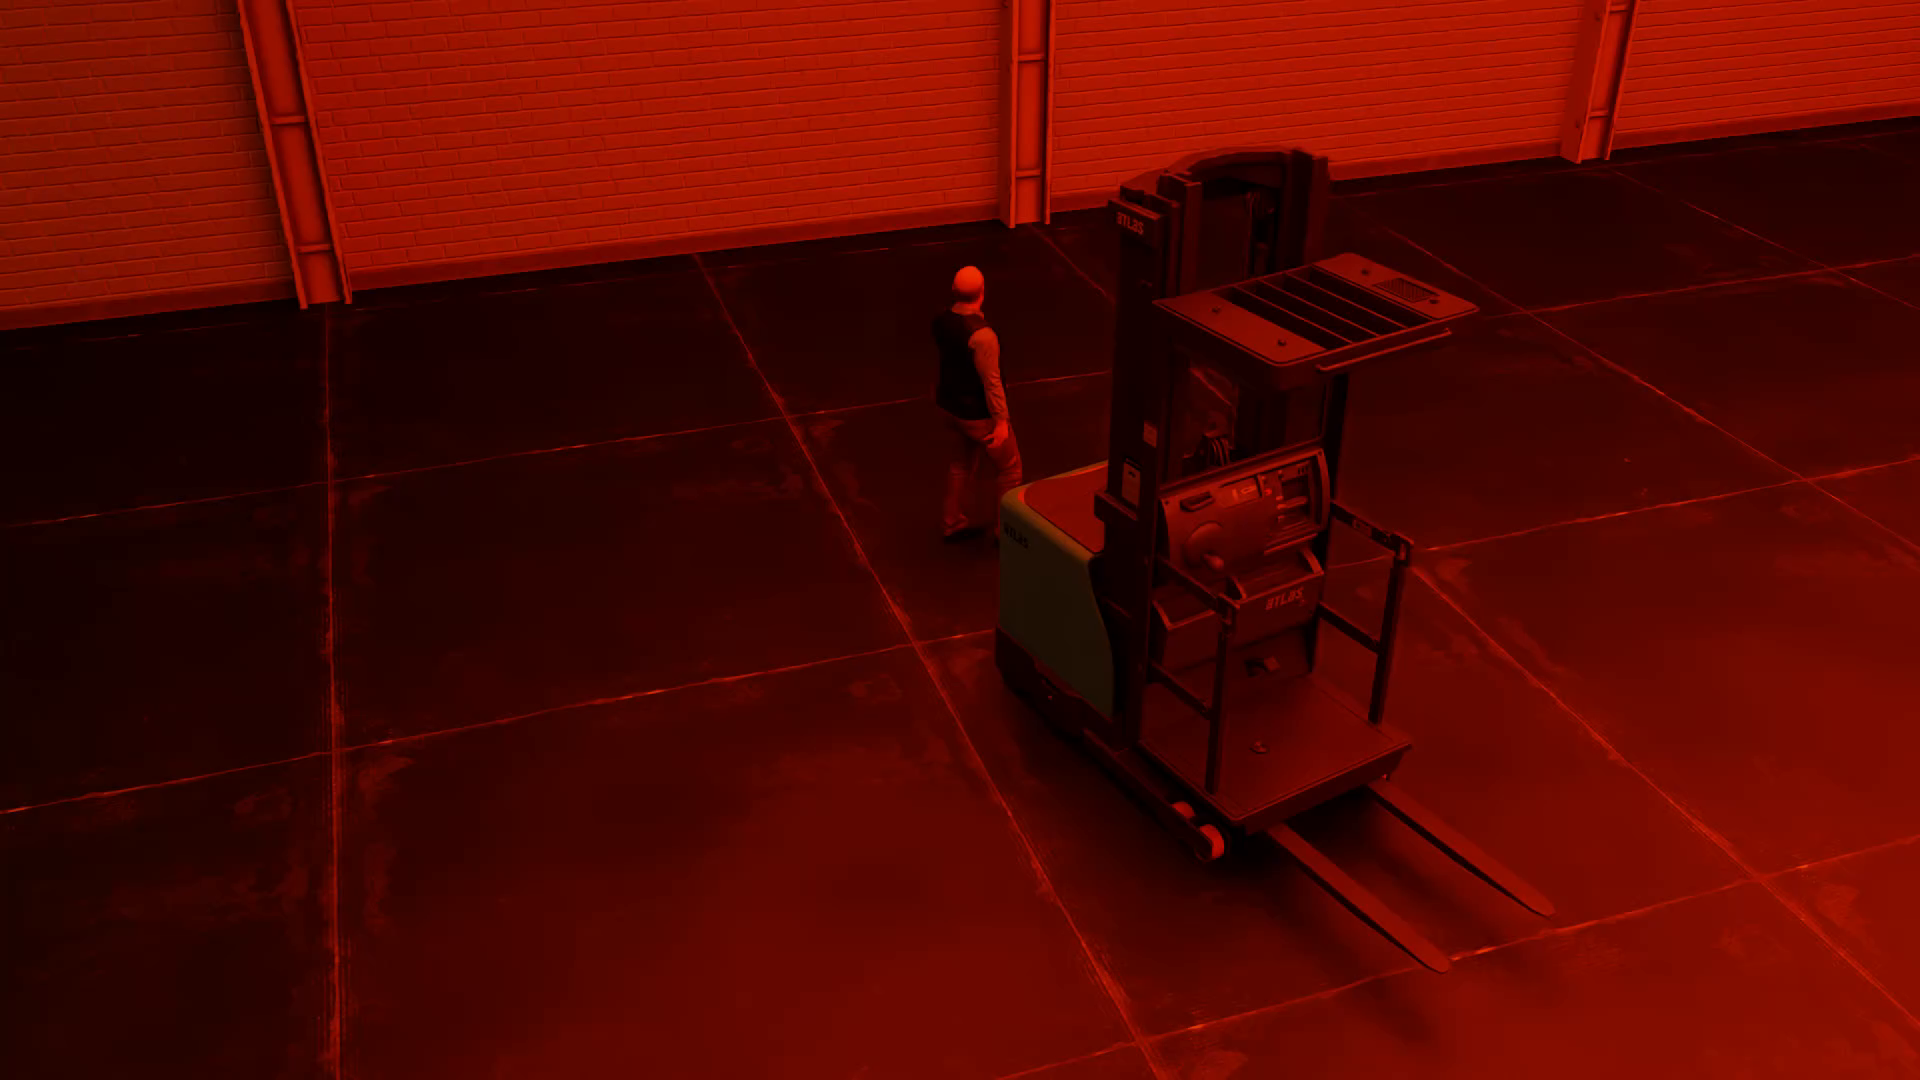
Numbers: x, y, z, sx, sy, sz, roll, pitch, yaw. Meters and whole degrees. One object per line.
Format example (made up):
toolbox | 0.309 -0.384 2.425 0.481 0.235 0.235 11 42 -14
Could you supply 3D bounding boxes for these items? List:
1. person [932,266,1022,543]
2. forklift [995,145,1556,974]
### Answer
person | 0.131 -0.784 9.694 0.559 1.710 0.670 -22 37 -33
forklift | 1.391 -0.087 7.239 1.130 2.935 3.031 -17 34 -27
